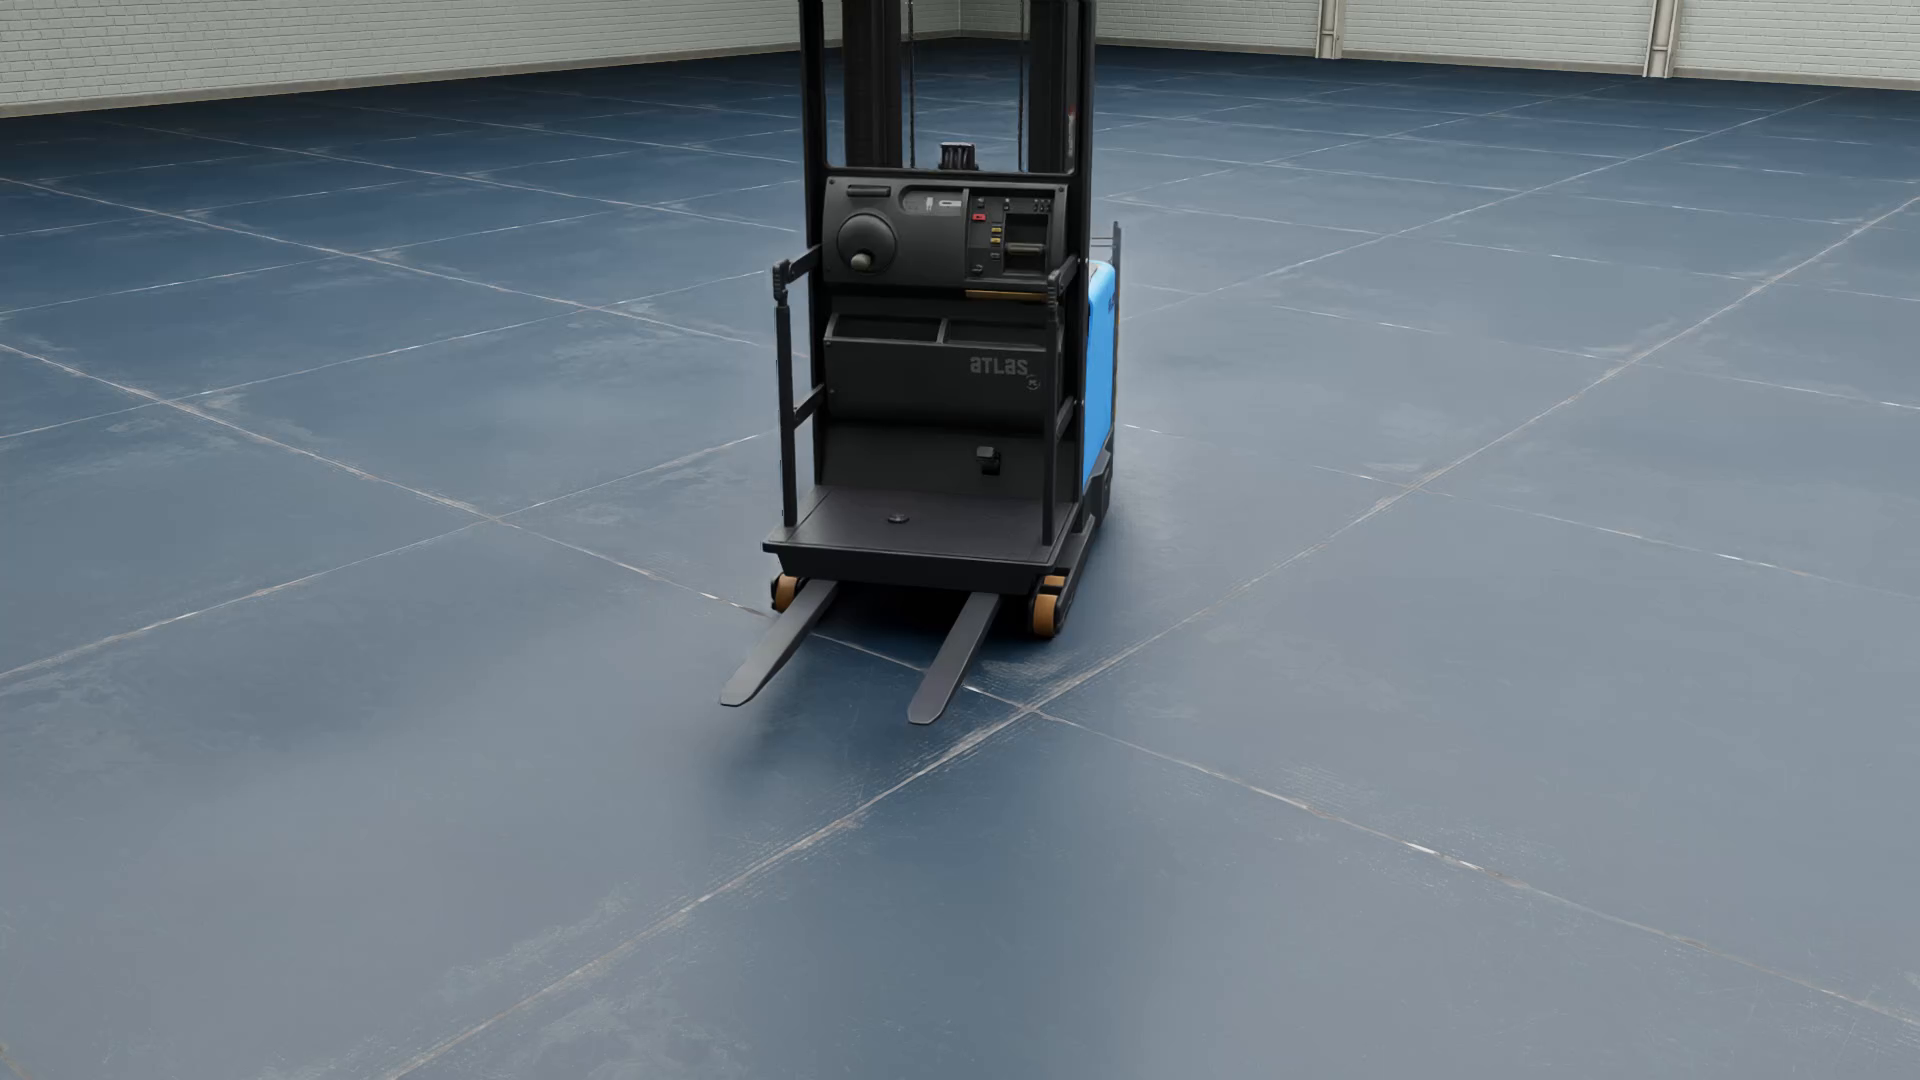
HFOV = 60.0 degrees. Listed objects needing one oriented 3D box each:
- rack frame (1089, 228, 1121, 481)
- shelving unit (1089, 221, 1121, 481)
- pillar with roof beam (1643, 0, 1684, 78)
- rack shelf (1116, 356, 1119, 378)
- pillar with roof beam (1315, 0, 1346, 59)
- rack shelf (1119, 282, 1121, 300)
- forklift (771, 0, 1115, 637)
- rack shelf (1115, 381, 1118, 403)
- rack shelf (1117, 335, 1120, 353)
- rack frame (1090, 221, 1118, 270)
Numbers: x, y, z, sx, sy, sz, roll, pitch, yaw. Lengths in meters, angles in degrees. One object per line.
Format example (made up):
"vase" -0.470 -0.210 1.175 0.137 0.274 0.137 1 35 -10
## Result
"rack frame" 0.607 -0.846 7.710 0.240 1.200 0.006 0 21 1
"shelving unit" 0.608 -0.878 7.796 0.258 1.200 0.189 0 21 1
"pillar with roof beam" 8.796 -10.681 22.739 0.400 9.000 9.100 16 26 36
"rack shelf" 0.608 -0.836 7.811 0.258 0.103 0.180 0 21 1
"pillar with roof beam" 4.148 -12.020 26.289 0.400 9.000 9.100 16 26 36
"rack shelf" 0.608 -1.173 7.684 0.258 0.103 0.180 0 21 1
"forklift" -0.104 -1.150 6.063 1.130 2.935 3.031 4 21 11
"rack shelf" 0.608 -0.724 7.854 0.258 0.103 0.180 0 21 1
"rack shelf" 0.608 -0.949 7.769 0.258 0.103 0.180 0 21 1
"rack frame" 0.609 -0.910 7.881 0.240 1.200 0.006 0 21 1
